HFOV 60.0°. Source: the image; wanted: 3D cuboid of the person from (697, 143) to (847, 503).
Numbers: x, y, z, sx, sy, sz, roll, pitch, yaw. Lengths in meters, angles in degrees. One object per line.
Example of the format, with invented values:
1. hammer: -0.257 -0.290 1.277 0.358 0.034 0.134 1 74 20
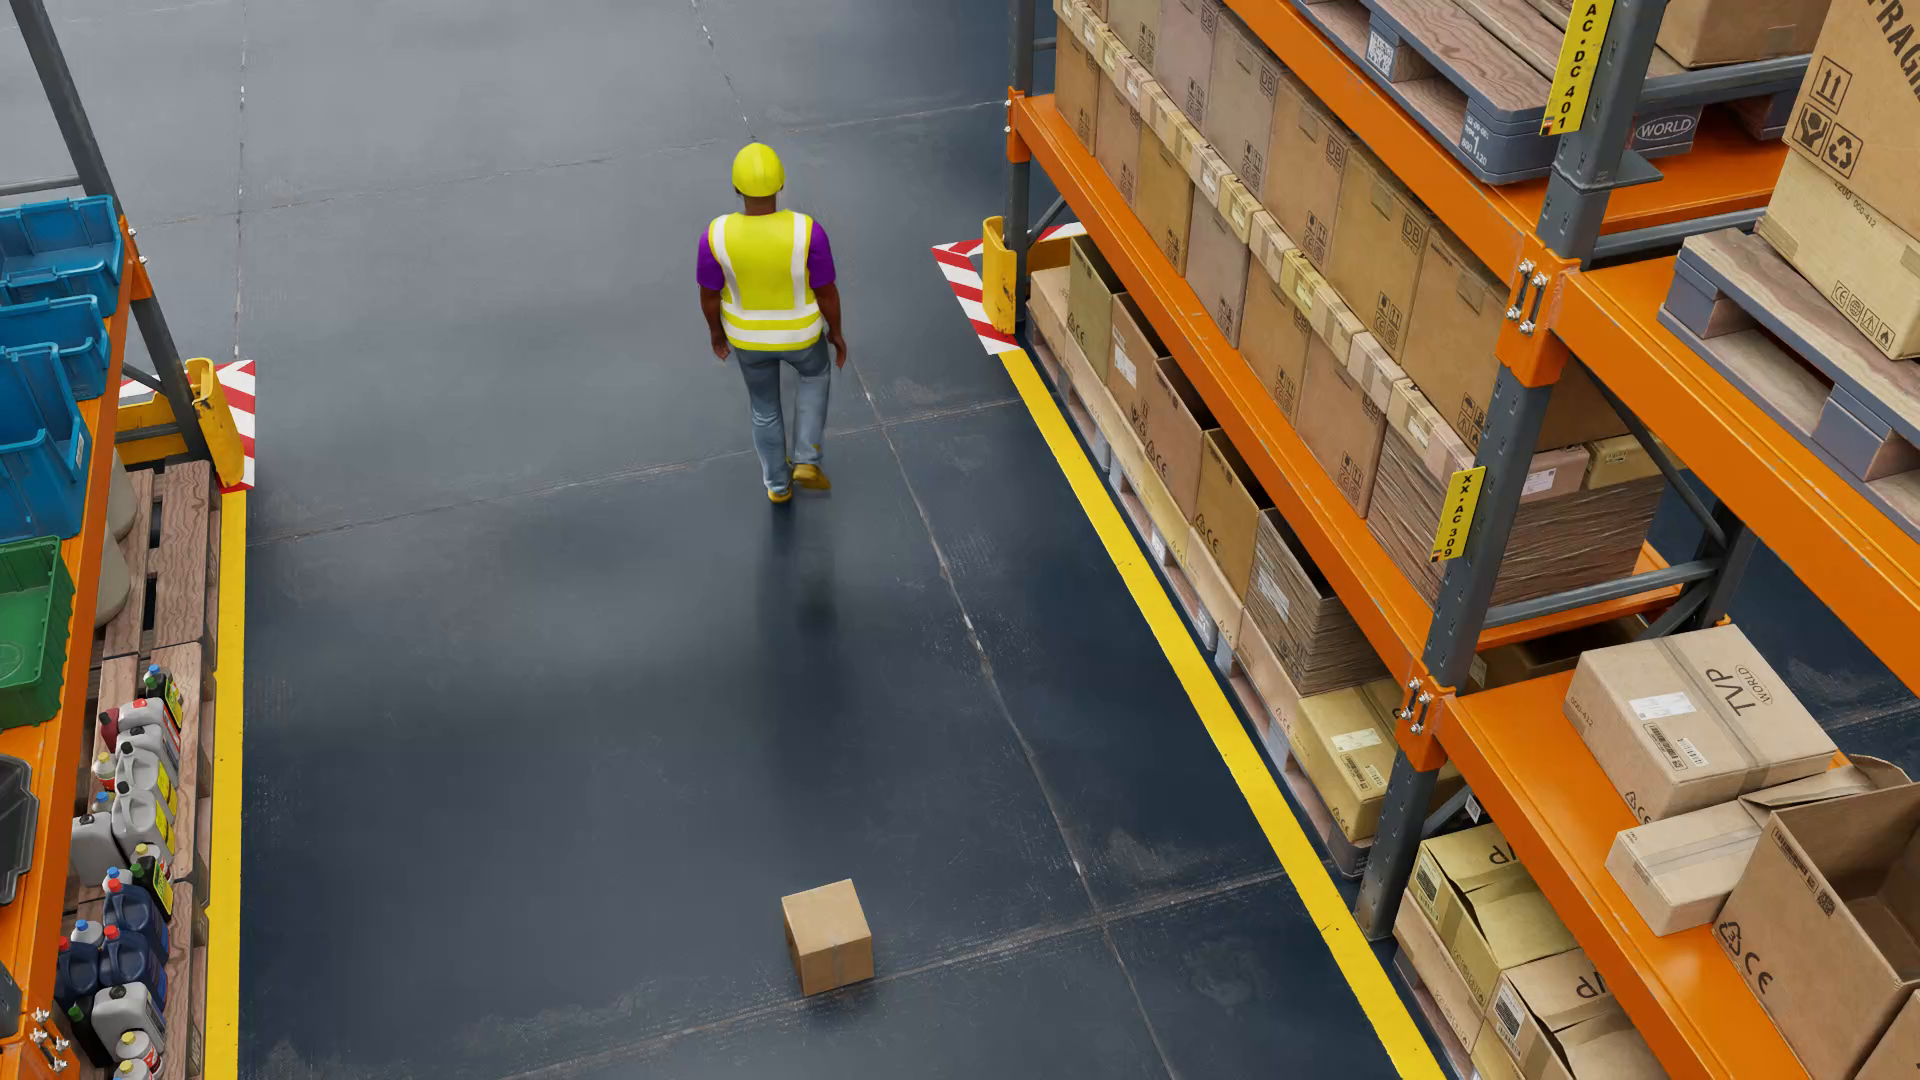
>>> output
1. person: -0.789 -0.917 7.119 0.600 1.766 0.467 -2 42 -2
